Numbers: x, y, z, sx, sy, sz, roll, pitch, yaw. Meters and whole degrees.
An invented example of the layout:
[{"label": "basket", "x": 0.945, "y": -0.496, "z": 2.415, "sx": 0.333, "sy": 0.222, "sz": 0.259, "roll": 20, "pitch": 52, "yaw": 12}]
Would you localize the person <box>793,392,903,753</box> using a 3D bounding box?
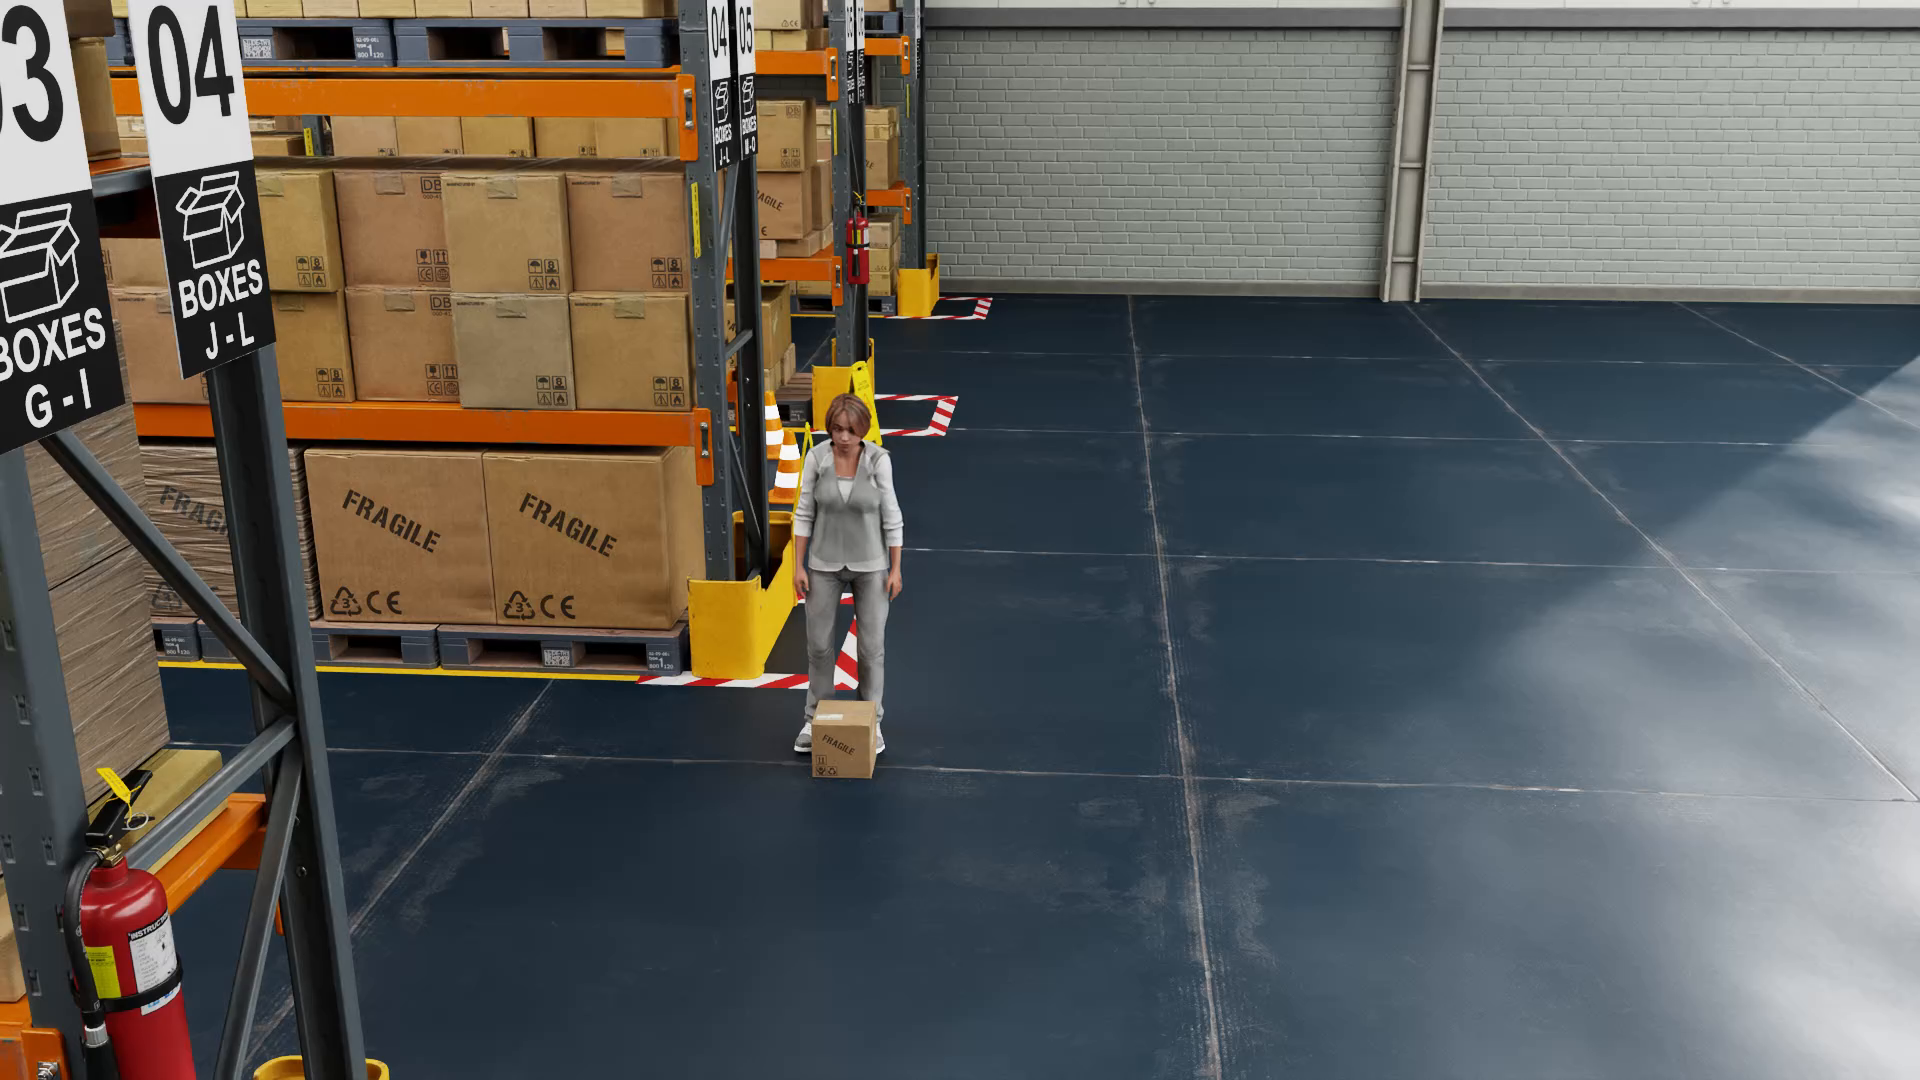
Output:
[{"label": "person", "x": -0.482, "y": 0.139, "z": 7.135, "sx": 0.479, "sy": 1.593, "sz": 0.345, "roll": 1, "pitch": 18, "yaw": 2}]
